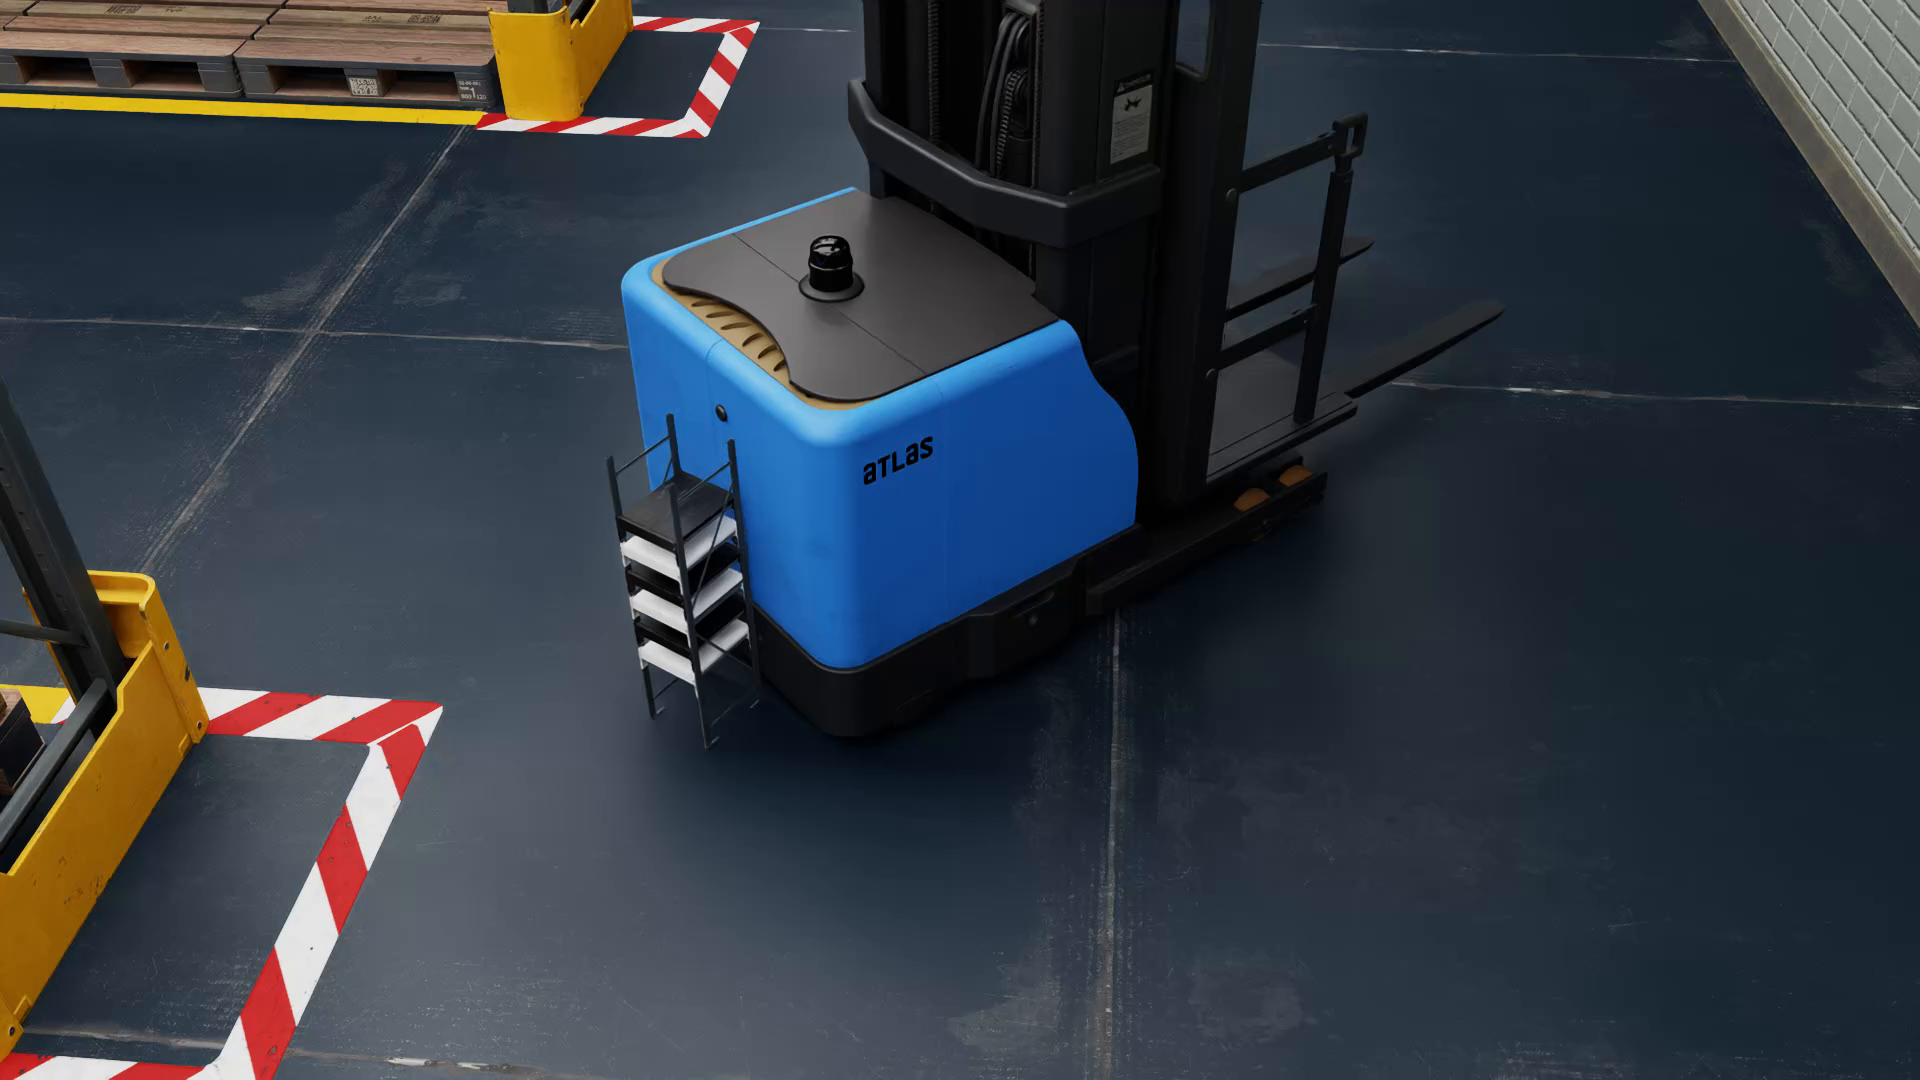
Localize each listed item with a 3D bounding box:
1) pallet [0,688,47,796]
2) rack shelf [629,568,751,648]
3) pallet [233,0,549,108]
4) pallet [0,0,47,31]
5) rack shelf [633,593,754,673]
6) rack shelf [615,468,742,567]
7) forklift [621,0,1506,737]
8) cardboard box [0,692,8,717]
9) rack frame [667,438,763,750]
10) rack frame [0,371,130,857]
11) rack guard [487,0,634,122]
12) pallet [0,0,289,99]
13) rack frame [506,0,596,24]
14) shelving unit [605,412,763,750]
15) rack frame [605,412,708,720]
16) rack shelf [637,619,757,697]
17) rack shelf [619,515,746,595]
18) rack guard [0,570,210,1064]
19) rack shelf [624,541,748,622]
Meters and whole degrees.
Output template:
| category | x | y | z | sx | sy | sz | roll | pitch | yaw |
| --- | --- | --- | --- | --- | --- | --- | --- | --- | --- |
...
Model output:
| category | x | y | z | sx | sy | sz | roll | pitch | yaw |
| --- | --- | --- | --- | --- | --- | --- | --- | --- | --- |
| pallet | -3.128 | 0.761 | 4.148 | 1.213 | 0.211 | 1.003 | 3 | 39 | 4 |
| rack shelf | -0.713 | 0.150 | 4.405 | 0.200 | 0.077 | 0.258 | 23 | 44 | 26 |
| pallet | -2.716 | -2.429 | 8.067 | 1.213 | 0.211 | 1.003 | 3 | 39 | 4 |
| pallet | -5.147 | -2.562 | 8.230 | 1.213 | 0.211 | 1.003 | 3 | 39 | 4 |
| rack shelf | -0.712 | 0.220 | 4.461 | 0.200 | 0.077 | 0.258 | 23 | 44 | 26 |
| rack shelf | -0.714 | -0.060 | 4.235 | 0.200 | 0.077 | 0.258 | 23 | 44 | 26 |
| forklift | 0.547 | -1.371 | 4.613 | 3.031 | 2.935 | 1.130 | -26 | 46 | -29 |
| cardboard box | -2.970 | 0.351 | 3.793 | 0.875 | 0.875 | 0.875 | 3 | 39 | 4 |
| rack frame | -0.629 | 0.160 | 4.339 | 0.006 | 0.900 | 0.240 | 23 | 44 | 26 |
| rack frame | -2.325 | -0.326 | 3.274 | 0.127 | 3.000 | 1.000 | 3 | 39 | 4 |
| rack guard | -1.873 | -2.478 | 7.899 | 0.348 | 0.500 | 1.175 | 3 | 39 | 4 |
| pallet | -3.928 | -2.497 | 8.150 | 1.213 | 0.211 | 1.003 | 3 | 39 | 4 |
| rack frame | -1.898 | -3.441 | 7.101 | 0.127 | 3.000 | 1.000 | 3 | 39 | 4 |
| shelving unit | -0.713 | 0.124 | 4.384 | 0.210 | 0.900 | 0.258 | 23 | 44 | 26 |
| rack frame | -0.797 | 0.088 | 4.429 | 0.006 | 0.900 | 0.240 | 23 | 44 | 26 |
| rack shelf | -0.712 | 0.290 | 4.518 | 0.200 | 0.077 | 0.258 | 23 | 44 | 26 |
| rack shelf | -0.714 | 0.010 | 4.292 | 0.200 | 0.077 | 0.258 | 23 | 44 | 26 |
| rack guard | -2.301 | 0.645 | 4.062 | 0.348 | 0.500 | 1.175 | 3 | 39 | 4 |
| rack shelf | -0.713 | 0.080 | 4.348 | 0.200 | 0.077 | 0.258 | 23 | 44 | 26 |
